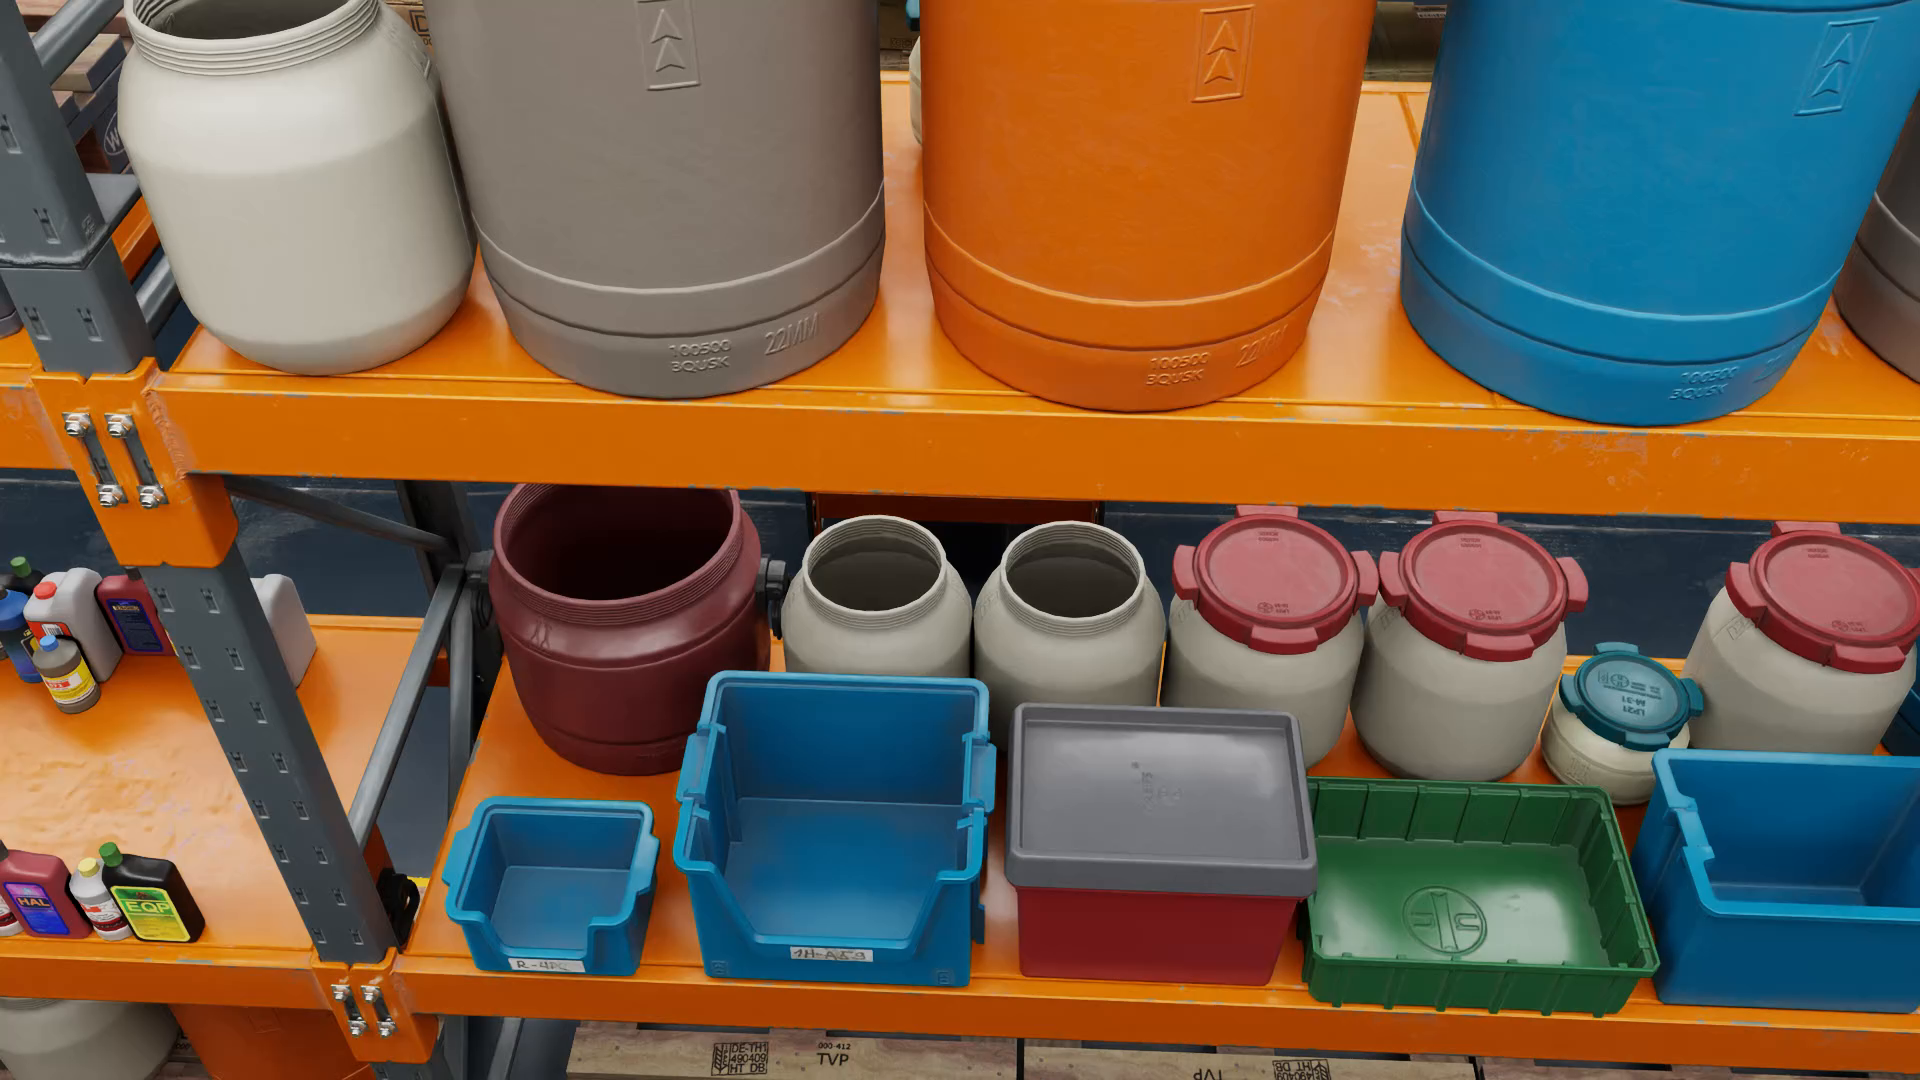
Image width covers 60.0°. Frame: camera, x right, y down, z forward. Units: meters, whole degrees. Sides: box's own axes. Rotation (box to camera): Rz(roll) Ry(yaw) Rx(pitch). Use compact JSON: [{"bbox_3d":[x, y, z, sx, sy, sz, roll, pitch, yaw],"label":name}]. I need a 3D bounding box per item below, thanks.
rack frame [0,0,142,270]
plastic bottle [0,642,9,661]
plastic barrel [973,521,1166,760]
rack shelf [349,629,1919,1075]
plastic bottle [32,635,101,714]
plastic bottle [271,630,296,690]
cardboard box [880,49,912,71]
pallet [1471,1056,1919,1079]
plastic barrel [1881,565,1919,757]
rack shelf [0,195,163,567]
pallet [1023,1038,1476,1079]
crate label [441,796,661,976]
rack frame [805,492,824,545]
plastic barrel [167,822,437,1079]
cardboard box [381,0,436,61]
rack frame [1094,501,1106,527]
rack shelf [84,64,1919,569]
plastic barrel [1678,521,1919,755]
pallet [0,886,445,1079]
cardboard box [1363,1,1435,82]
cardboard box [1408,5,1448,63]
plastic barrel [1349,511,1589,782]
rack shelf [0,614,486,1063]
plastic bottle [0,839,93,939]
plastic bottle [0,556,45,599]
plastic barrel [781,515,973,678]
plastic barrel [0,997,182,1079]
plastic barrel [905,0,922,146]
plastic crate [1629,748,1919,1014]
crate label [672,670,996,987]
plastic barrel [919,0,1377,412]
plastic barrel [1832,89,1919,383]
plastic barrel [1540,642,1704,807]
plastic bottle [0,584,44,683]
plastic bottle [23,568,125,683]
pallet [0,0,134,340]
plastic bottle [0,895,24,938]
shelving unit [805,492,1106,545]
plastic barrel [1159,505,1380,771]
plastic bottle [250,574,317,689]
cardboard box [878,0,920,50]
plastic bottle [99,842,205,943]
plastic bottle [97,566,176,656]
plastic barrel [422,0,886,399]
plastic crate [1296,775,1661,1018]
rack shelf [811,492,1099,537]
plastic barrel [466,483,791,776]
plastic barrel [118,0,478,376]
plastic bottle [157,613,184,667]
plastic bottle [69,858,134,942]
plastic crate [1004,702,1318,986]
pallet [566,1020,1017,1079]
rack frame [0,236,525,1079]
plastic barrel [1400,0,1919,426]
[{"bbox_3d":[-1.219,-1.803,1.584,0.127,3.000,1.000,2,43,2],"label":"rack frame"},{"bbox_3d":[-2.347,0.191,3.990,0.097,0.201,0.097,0,43,0],"label":"plastic bottle"},{"bbox_3d":[0.239,0.250,3.699,0.421,0.512,0.421,0,43,0],"label":"plastic barrel"},{"bbox_3d":[0.779,0.717,3.808,4.000,0.370,1.077,2,43,2],"label":"rack shelf"},{"bbox_3d":[-2.086,0.303,3.870,0.097,0.201,0.097,0,43,0],"label":"plastic bottle"},{"bbox_3d":[-1.644,0.307,3.810,0.135,0.276,0.152,2,43,2],"label":"plastic bottle"},{"bbox_3d":[-0.326,-2.220,7.944,0.500,0.500,0.700,0,43,0],"label":"cardboard box"},{"bbox_3d":[1.990,1.537,4.445,1.213,0.211,1.003,2,43,2],"label":"pallet"},{"bbox_3d":[2.404,0.113,3.560,0.708,0.901,0.600,2,43,2],"label":"plastic barrel"},{"bbox_3d":[-3.217,-0.504,2.917,4.000,0.370,1.077,2,43,2],"label":"rack shelf"},{"bbox_3d":[0.768,1.502,4.483,1.213,0.211,1.003,2,43,2],"label":"pallet"},{"bbox_3d":[-0.815,0.721,3.398,0.416,0.233,0.303,2,43,2],"label":"crate label"},{"bbox_3d":[-0.515,-0.427,5.884,0.032,1.125,0.500,2,43,2],"label":"rack frame"},{"bbox_3d":[-1.709,1.029,4.229,0.708,0.830,0.600,2,43,2],"label":"plastic barrel"},{"bbox_3d":[-2.575,-2.425,7.903,0.875,0.875,1.225,2,43,2],"label":"cardboard box"},{"bbox_3d":[0.501,-0.396,5.850,0.032,1.125,0.500,2,43,2],"label":"rack frame"},{"bbox_3d":[0.779,-0.381,2.786,4.000,0.370,1.077,2,43,2],"label":"rack shelf"},{"bbox_3d":[1.831,0.286,3.642,0.433,0.535,0.433,0,43,0],"label":"plastic barrel"},{"bbox_3d":[-2.009,1.416,4.575,1.213,0.211,1.003,2,43,2],"label":"pallet"},{"bbox_3d":[1.912,-2.165,7.885,0.500,0.500,0.700,2,43,2],"label":"cardboard box"},{"bbox_3d":[2.387,-2.138,7.855,0.500,0.500,0.700,-1,43,-1],"label":"cardboard box"},{"bbox_3d":[1.098,0.264,3.667,0.433,0.535,0.433,0,43,0],"label":"plastic barrel"},{"bbox_3d":[-3.217,0.594,3.940,4.000,0.370,1.077,2,43,2],"label":"rack shelf"},{"bbox_3d":[-1.873,0.706,3.378,0.133,0.283,0.061,2,43,2],"label":"plastic bottle"},{"bbox_3d":[-2.231,0.152,3.972,0.133,0.283,0.061,2,43,2],"label":"plastic bottle"},{"bbox_3d":[-0.182,0.237,3.713,0.421,0.512,0.421,0,43,0],"label":"plastic barrel"},{"bbox_3d":[-2.277,1.189,4.291,0.421,0.512,0.421,0,43,0],"label":"plastic barrel"},{"bbox_3d":[0.062,-0.775,2.782,0.301,0.262,0.301,0,43,0],"label":"plastic barrel"},{"bbox_3d":[1.661,0.699,3.311,0.575,0.384,0.392,2,43,2],"label":"plastic crate"},{"bbox_3d":[-0.239,0.594,3.386,0.616,0.435,0.502,2,43,2],"label":"crate label"},{"bbox_3d":[0.245,-0.670,2.253,0.708,0.830,0.600,2,43,2],"label":"plastic barrel"},{"bbox_3d":[1.605,-0.654,2.183,0.600,0.901,0.600,0,43,0],"label":"plastic barrel"},{"bbox_3d":[1.461,0.420,3.700,0.301,0.262,0.301,0,43,0],"label":"plastic barrel"},{"bbox_3d":[-2.217,0.211,3.918,0.097,0.271,0.097,0,43,0],"label":"plastic bottle"},{"bbox_3d":[-2.099,0.190,3.937,0.135,0.276,0.152,2,43,2],"label":"plastic bottle"},{"bbox_3d":[-1.979,-0.727,2.767,1.213,0.211,1.003,2,43,2],"label":"pallet"},{"bbox_3d":[-1.988,0.720,3.423,0.097,0.201,0.097,0,43,0],"label":"plastic bottle"},{"bbox_3d":[-0.007,-0.412,5.867,1.048,1.125,0.538,2,43,2],"label":"shelving unit"},{"bbox_3d":[0.666,0.250,3.681,0.433,0.535,0.433,0,43,0],"label":"plastic barrel"},{"bbox_3d":[-1.637,0.204,3.922,0.135,0.276,0.152,2,43,2],"label":"plastic bottle"},{"bbox_3d":[-0.326,-2.501,7.695,0.500,0.250,0.500,3,43,4],"label":"cardboard box"},{"bbox_3d":[-1.643,0.713,3.370,0.133,0.283,0.061,2,43,2],"label":"plastic bottle"},{"bbox_3d":[-1.963,0.160,3.963,0.133,0.283,0.061,2,43,2],"label":"plastic bottle"},{"bbox_3d":[-0.409,-0.716,2.250,0.600,0.901,0.600,0,43,0],"label":"plastic barrel"},{"bbox_3d":[1.024,0.731,3.420,0.662,0.188,0.450,2,43,2],"label":"plastic crate"},{"bbox_3d":[-0.007,-0.233,6.033,1.000,0.278,0.538,2,43,2],"label":"rack shelf"},{"bbox_3d":[-0.742,0.150,3.788,0.708,0.536,0.600,2,43,2],"label":"plastic barrel"},{"bbox_3d":[-0.923,-0.528,2.334,0.421,0.512,0.421,0,43,0],"label":"plastic barrel"},{"bbox_3d":[-1.849,0.206,3.974,0.097,0.201,0.097,0,43,0],"label":"plastic bottle"},{"bbox_3d":[-1.757,0.727,3.415,0.097,0.201,0.097,0,43,0],"label":"plastic bottle"},{"bbox_3d":[0.381,0.626,3.330,0.583,0.464,0.402,2,43,2],"label":"plastic crate"},{"bbox_3d":[-0.447,1.462,4.525,1.213,0.211,1.003,2,43,2],"label":"pallet"},{"bbox_3d":[-1.219,0.392,3.629,0.127,3.000,1.000,2,43,2],"label":"rack frame"},{"bbox_3d":[0.952,-0.674,2.205,0.708,0.901,0.600,2,43,2],"label":"plastic barrel"}]
